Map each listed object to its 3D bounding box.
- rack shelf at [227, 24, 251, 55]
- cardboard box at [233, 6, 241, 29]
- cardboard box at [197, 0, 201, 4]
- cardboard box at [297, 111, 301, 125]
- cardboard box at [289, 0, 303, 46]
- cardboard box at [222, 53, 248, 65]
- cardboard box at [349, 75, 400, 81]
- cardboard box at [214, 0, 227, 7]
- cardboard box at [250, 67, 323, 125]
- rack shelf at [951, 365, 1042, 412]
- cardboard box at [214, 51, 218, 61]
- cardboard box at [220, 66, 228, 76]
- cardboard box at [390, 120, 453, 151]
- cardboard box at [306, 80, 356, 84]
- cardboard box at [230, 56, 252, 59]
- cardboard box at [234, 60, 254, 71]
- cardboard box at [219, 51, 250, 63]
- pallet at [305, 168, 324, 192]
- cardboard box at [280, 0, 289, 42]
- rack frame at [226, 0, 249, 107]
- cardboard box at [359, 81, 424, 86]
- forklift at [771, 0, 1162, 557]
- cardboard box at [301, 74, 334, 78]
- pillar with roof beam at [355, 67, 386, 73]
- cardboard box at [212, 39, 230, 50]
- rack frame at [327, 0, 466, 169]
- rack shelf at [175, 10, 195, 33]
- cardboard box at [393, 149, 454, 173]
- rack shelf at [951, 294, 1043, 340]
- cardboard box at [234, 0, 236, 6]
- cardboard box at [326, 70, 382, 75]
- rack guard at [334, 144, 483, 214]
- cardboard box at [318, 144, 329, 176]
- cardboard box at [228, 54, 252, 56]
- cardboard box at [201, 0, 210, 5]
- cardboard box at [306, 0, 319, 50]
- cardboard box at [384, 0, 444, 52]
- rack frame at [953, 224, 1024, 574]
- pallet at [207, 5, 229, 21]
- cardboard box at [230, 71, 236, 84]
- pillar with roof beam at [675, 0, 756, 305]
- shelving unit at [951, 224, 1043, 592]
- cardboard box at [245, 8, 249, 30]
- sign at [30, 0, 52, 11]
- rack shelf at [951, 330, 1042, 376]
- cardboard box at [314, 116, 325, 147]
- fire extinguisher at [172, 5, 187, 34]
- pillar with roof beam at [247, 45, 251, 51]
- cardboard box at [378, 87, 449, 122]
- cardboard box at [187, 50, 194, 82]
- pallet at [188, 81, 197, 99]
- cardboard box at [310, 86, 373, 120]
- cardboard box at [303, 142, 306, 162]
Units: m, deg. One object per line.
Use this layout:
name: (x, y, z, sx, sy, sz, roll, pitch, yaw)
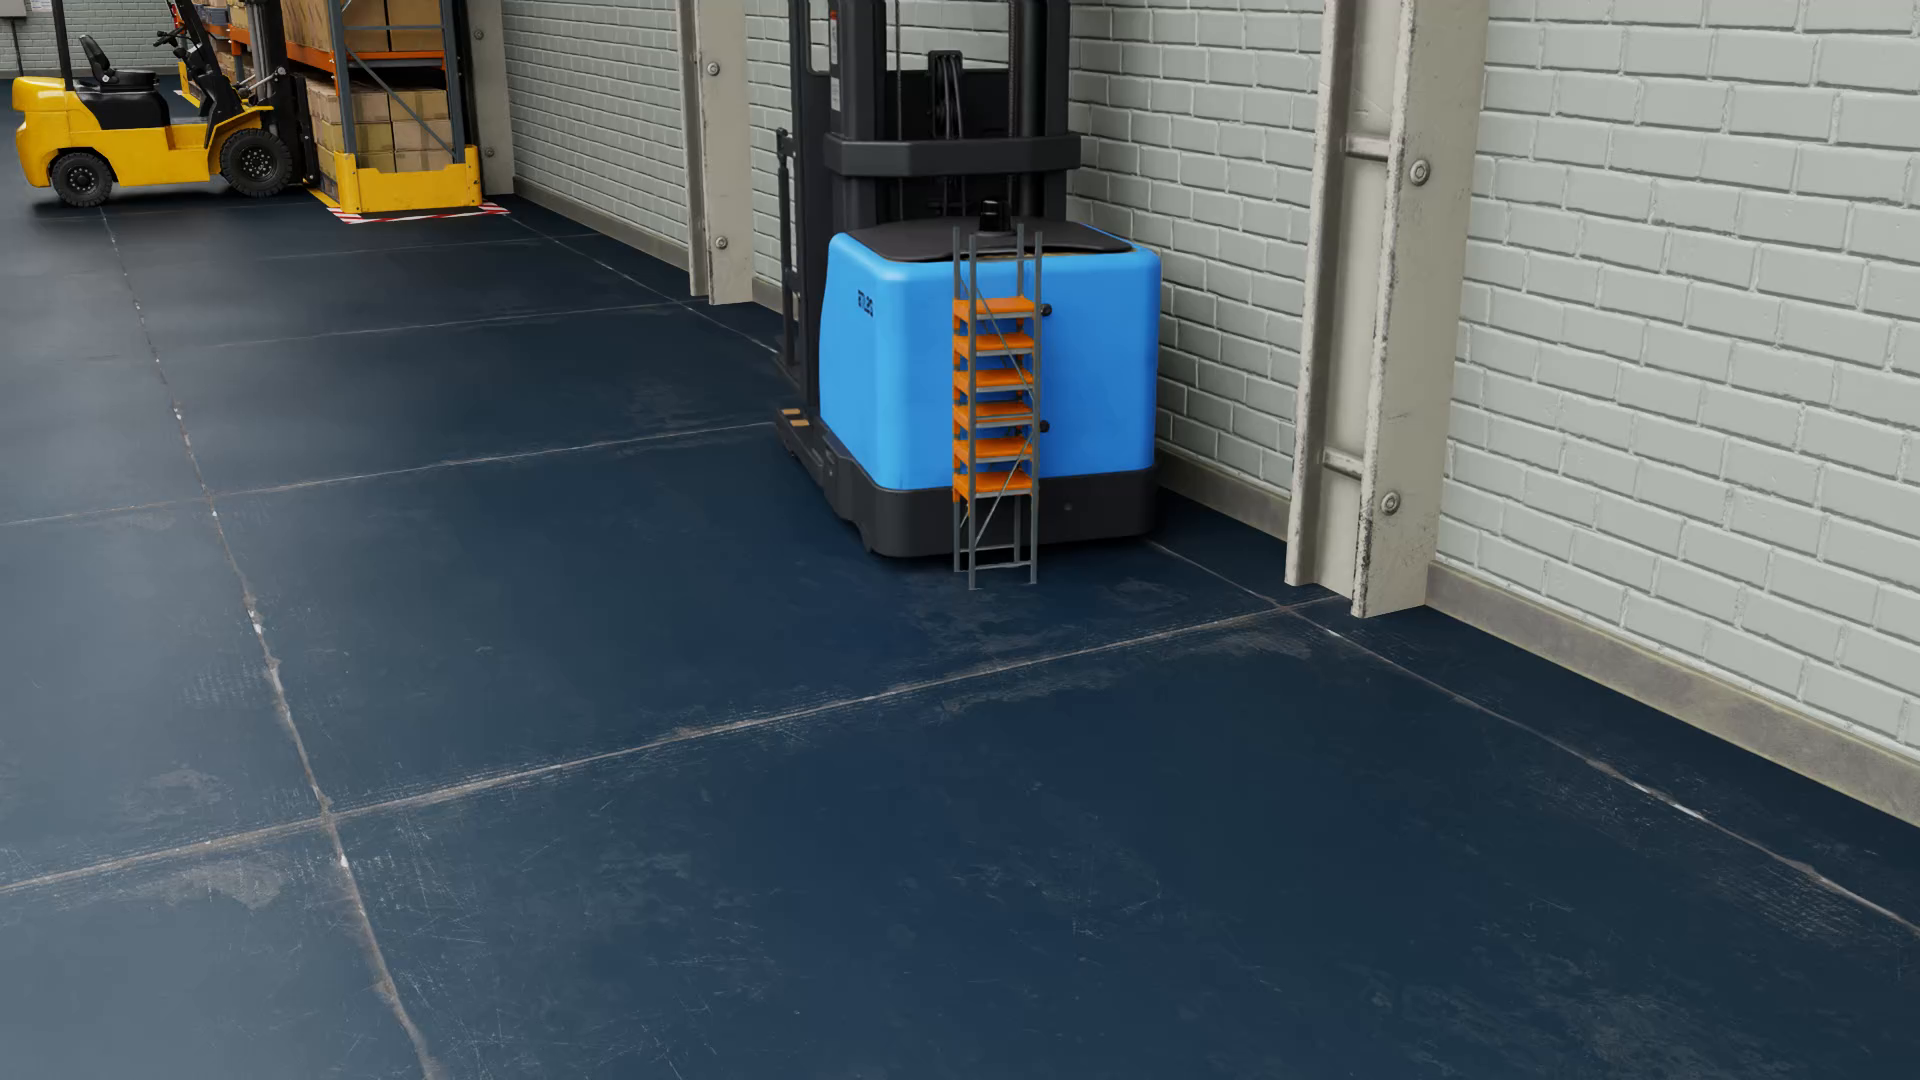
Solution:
rack shelf: (-7.668, -5.731, 19.244, 1.077, 0.370, 4.000, -10, 21, -27)
cardboard box: (-8.388, -6.264, 19.916, 0.500, 0.250, 0.500, -10, 22, -28)
cardboard box: (-10.239, -7.717, 23.100, 0.700, 0.500, 0.500, -10, 21, -26)
cardboard box: (-6.052, -4.010, 15.958, 0.500, 0.250, 0.500, -10, 21, -27)
cardboard box: (-6.014, -4.937, 15.686, 0.500, 0.500, 0.500, -10, 21, -26)
cardboard box: (-10.022, -6.679, 23.083, 0.380, 0.149, 0.250, -10, 21, -27)
cardboard box: (-5.832, -4.467, 16.516, 0.500, 0.250, 0.500, -10, 21, -26)
cardboard box: (-9.267, -6.854, 21.137, 0.380, 0.149, 0.250, -10, 21, -26)
cardboard box: (-8.016, -5.354, 20.044, 0.875, 0.625, 0.625, -9, 21, -25)
rack shelf: (0.120, -0.504, 5.521, 0.258, 0.103, 0.180, -5, 20, -15)
cardboard box: (-10.581, -6.973, 23.934, 0.380, 0.149, 0.250, -9, 21, -24)
cardboard box: (-9.750, -6.191, 22.664, 0.500, 0.500, 0.500, -11, 22, -29)
cardboard box: (-4.859, -3.651, 14.918, 0.500, 0.250, 0.500, -10, 21, -26)
cardboard box: (-6.042, -4.239, 15.858, 0.500, 0.250, 0.500, -10, 22, -28)
cardboard box: (-9.523, -6.382, 22.221, 0.380, 0.149, 0.250, -10, 22, -27)
cardboard box: (-9.075, -6.071, 21.321, 0.380, 0.149, 0.250, -11, 22, -29)
cardboard box: (-10.250, -6.833, 23.530, 0.380, 0.149, 0.250, -11, 22, -29)
pallet: (-5.794, -3.593, 16.221, 1.003, 0.211, 1.213, -10, 21, -27)
cardboard box: (-6.476, -5.229, 16.534, 0.500, 0.500, 0.500, -10, 21, -26)
rack frame: (-8.618, -6.645, 20.791, 1.000, 3.000, 0.127, -10, 21, -27)
cardboard box: (-5.349, -4.175, 15.672, 0.500, 0.250, 0.500, -10, 21, -27)
forklift: (-0.190, -1.770, 6.768, 1.130, 2.935, 3.031, -5, 20, -15)
cardboard box: (-6.531, -4.532, 16.707, 0.500, 0.250, 0.500, -10, 21, -27)
pillar with roof beam: (-10.994, -8.580, 17.200, 9.100, 9.000, 0.400, -10, 21, -27)
cardboard box: (-10.528, -7.123, 23.913, 0.380, 0.149, 0.250, -10, 22, -28)
rack frame: (-4.819, -4.349, 14.135, 1.000, 3.000, 0.127, -10, 21, -27)
rack shelf: (-11.467, -8.027, 25.899, 1.077, 0.370, 4.000, -10, 21, -27)
cardboard box: (-4.880, -3.419, 15.012, 0.500, 0.250, 0.500, -10, 21, -26)
rack shelf: (0.120, -0.731, 5.443, 0.258, 0.103, 0.180, -5, 20, -15)
cardboard box: (-8.385, -6.501, 19.838, 0.500, 0.250, 0.500, -9, 21, -25)
cardboard box: (-6.315, -4.757, 17.357, 0.500, 0.250, 0.500, -10, 21, -26)
rack guard: (-4.808, -3.160, 14.523, 1.175, 0.500, 0.348, -10, 21, -27)
cardboard box: (-5.548, -3.478, 15.182, 0.500, 0.250, 0.500, -10, 21, -27)
cardboard box: (-9.752, -6.535, 22.664, 0.380, 0.149, 0.250, -10, 21, -26)
cardboard box: (-9.866, -7.492, 22.447, 0.700, 0.500, 0.500, -10, 21, -27)
cardboard box: (-5.522, -4.647, 14.846, 0.500, 0.500, 0.500, -9, 21, -25)
cardboard box: (-4.810, -4.581, 14.656, 0.500, 0.500, 0.500, -9, 21, -25)
rack frame: (0.094, -0.461, 5.629, 0.240, 1.200, 0.006, -5, 20, -15)
pallet: (-9.545, -7.112, 22.438, 1.003, 0.211, 1.213, -10, 21, -27)
cardboard box: (-9.236, -5.895, 21.806, 0.500, 0.500, 0.500, -10, 22, -27)
pillar with roof beam: (-5.296, -5.135, 7.216, 9.100, 9.000, 0.400, -10, 21, -27)
shelving unit: (0.120, -0.433, 5.546, 0.258, 1.200, 0.189, -5, 20, -15)
cardboard box: (-7.892, -5.968, 19.058, 0.500, 0.250, 0.500, -9, 21, -25)
sign: (-17.227, -10.161, 31.126, 0.329, 0.494, 0.001, -10, 21, -27)
rack shelf: (0.120, -0.618, 5.482, 0.258, 0.103, 0.180, -5, 20, -15)
cardboard box: (-5.554, -3.721, 15.120, 0.500, 0.250, 0.500, -10, 22, -27)
fire extinguisher: (-12.893, -8.699, 27.434, 0.296, 0.674, 0.183, -10, 21, -27)
pillar with roof beam: (-16.693, -12.024, 27.183, 9.100, 9.000, 0.400, -10, 21, -27)
cardboard box: (-4.881, -3.887, 14.837, 0.500, 0.250, 0.500, -10, 22, -27)
cardboard box: (-12.210, -7.770, 27.233, 0.797, 0.503, 0.637, -11, 22, -29)
pallet: (-12.001, -7.373, 27.175, 1.003, 0.211, 1.213, -10, 21, -27)
cardboard box: (-5.560, -3.950, 15.017, 0.500, 0.250, 0.500, -10, 21, -26)
cardboard box: (-6.044, -3.768, 16.025, 0.500, 0.250, 0.500, -9, 21, -25)
